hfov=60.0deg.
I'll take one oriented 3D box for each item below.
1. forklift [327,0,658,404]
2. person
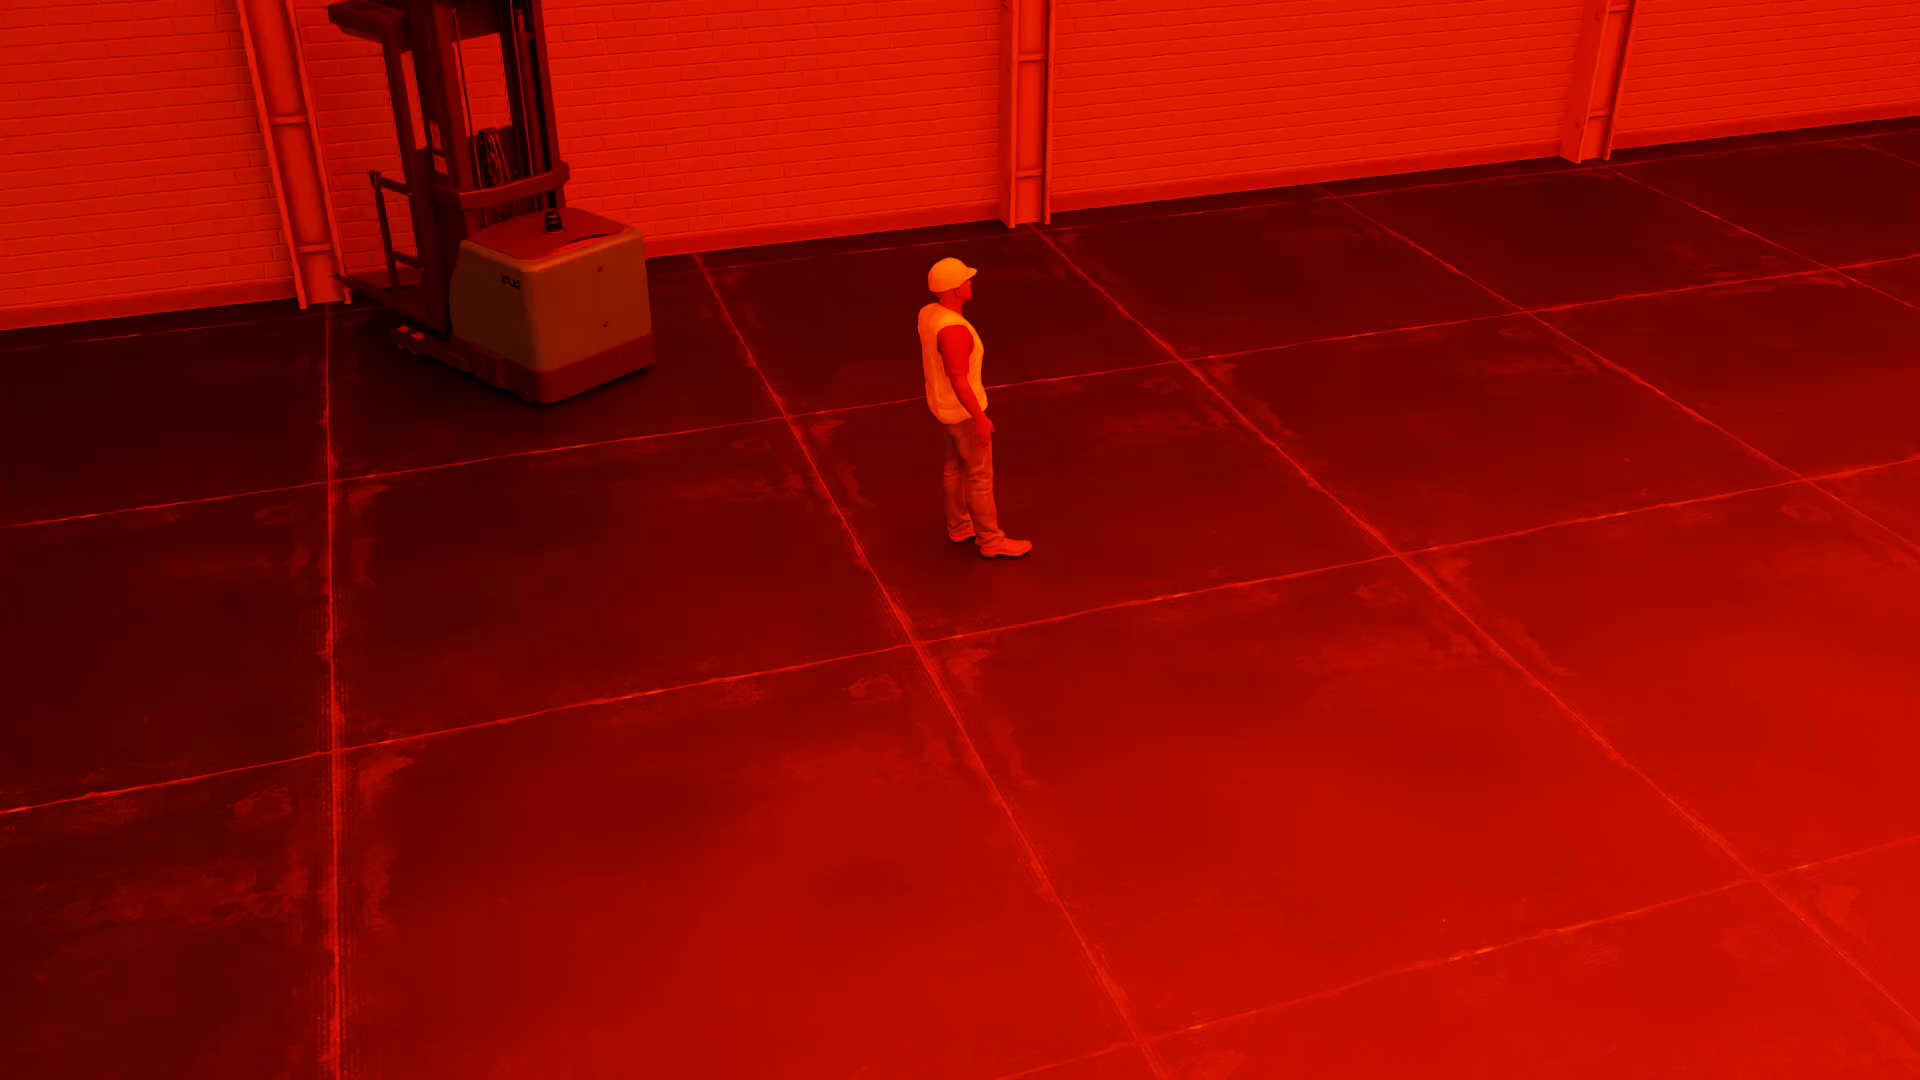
[{"bbox_3d":[-3.656,-2.825,11.997,3.031,2.935,1.130,23,37,35],"label":"forklift"},{"bbox_3d":[0.068,-0.780,9.596,0.575,1.768,0.665,-10,31,-16],"label":"person"}]
